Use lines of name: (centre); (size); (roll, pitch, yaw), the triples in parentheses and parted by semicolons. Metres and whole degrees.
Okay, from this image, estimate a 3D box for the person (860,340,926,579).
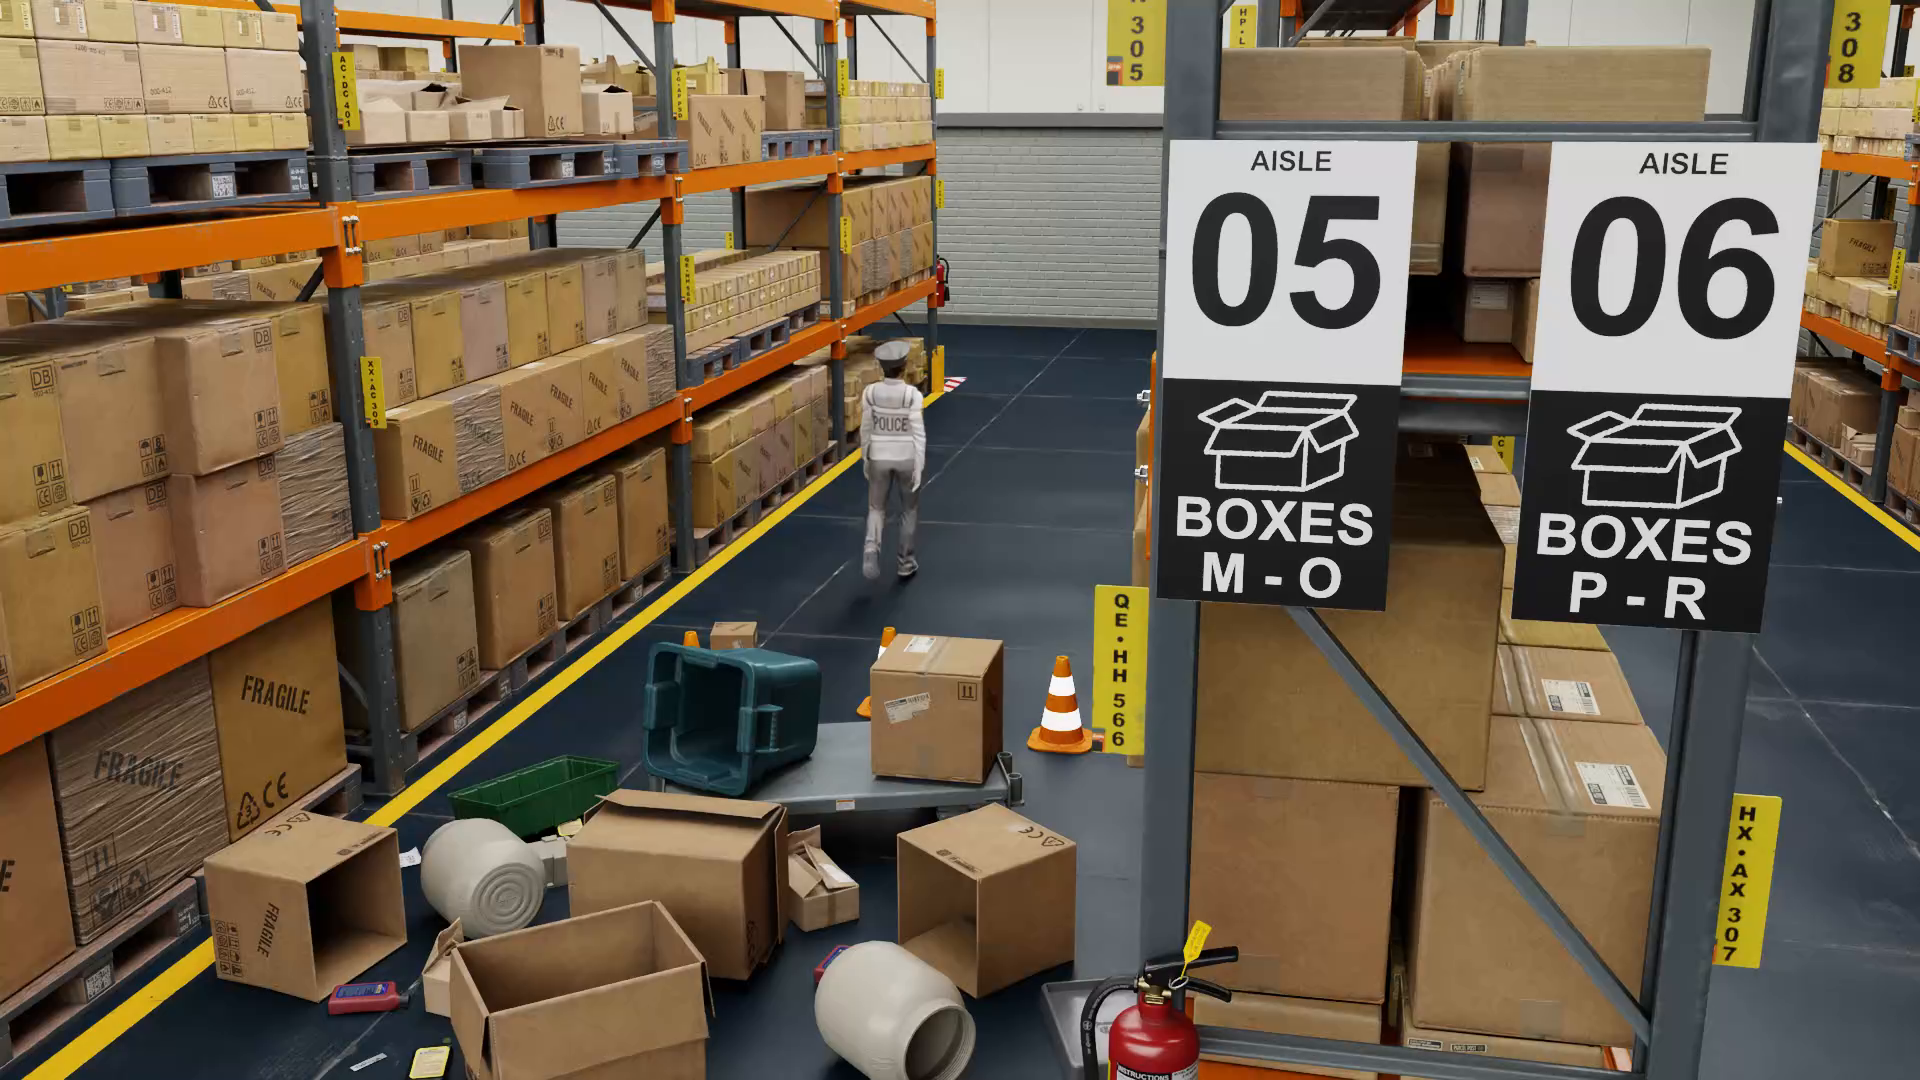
person: (-0.464, -0.528, 11.380); (0.488, 1.662, 0.711); (2, 15, 9)
